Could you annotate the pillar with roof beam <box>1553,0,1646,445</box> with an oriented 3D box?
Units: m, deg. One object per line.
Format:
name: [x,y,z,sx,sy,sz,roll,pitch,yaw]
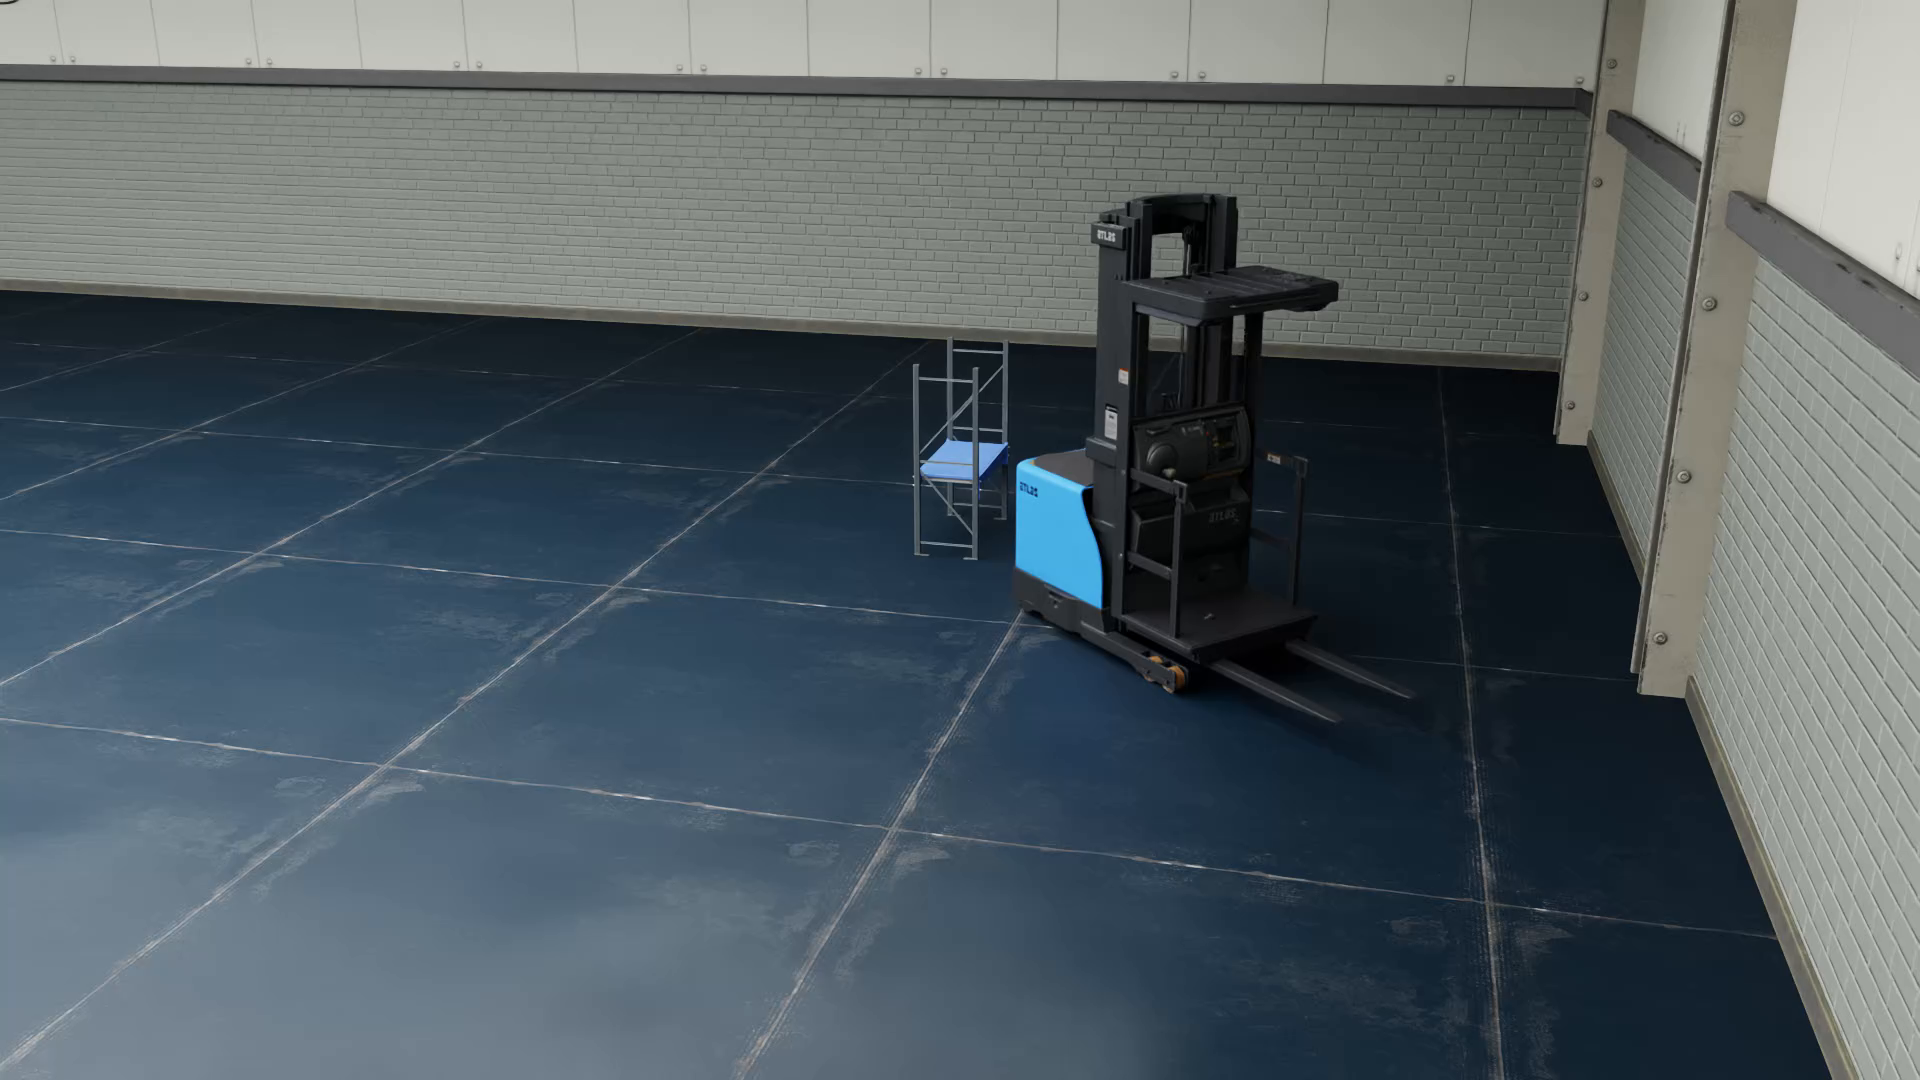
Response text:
pillar with roof beam: [1.722,-5.570,15.572,9.100,9.000,0.400,5,19,13]

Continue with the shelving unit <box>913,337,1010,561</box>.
shelving unit: [0.021,-0.736,13.023,0.538,1.500,1.048,5,19,13]

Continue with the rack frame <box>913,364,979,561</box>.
rack frame: [-0.103,-0.577,12.557,0.500,1.500,0.032,5,19,13]

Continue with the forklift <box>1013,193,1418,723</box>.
forklift: [1.599,-0.606,10.427,1.130,2.935,3.031,-12,22,-31]

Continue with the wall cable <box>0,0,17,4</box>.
wall cable: [-13.445,-9.391,21.498,2.305,6.003,0.169,5,19,13]

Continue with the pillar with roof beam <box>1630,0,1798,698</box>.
pillar with roof beam: [0.256,-3.689,10.066,9.100,9.000,0.400,5,19,13]

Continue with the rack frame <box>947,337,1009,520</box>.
rack frame: [0.145,-0.896,13.490,0.500,1.500,0.032,5,19,13]

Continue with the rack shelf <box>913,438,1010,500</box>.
rack shelf: [0.021,-0.566,13.082,0.538,0.185,1.000,5,19,13]
